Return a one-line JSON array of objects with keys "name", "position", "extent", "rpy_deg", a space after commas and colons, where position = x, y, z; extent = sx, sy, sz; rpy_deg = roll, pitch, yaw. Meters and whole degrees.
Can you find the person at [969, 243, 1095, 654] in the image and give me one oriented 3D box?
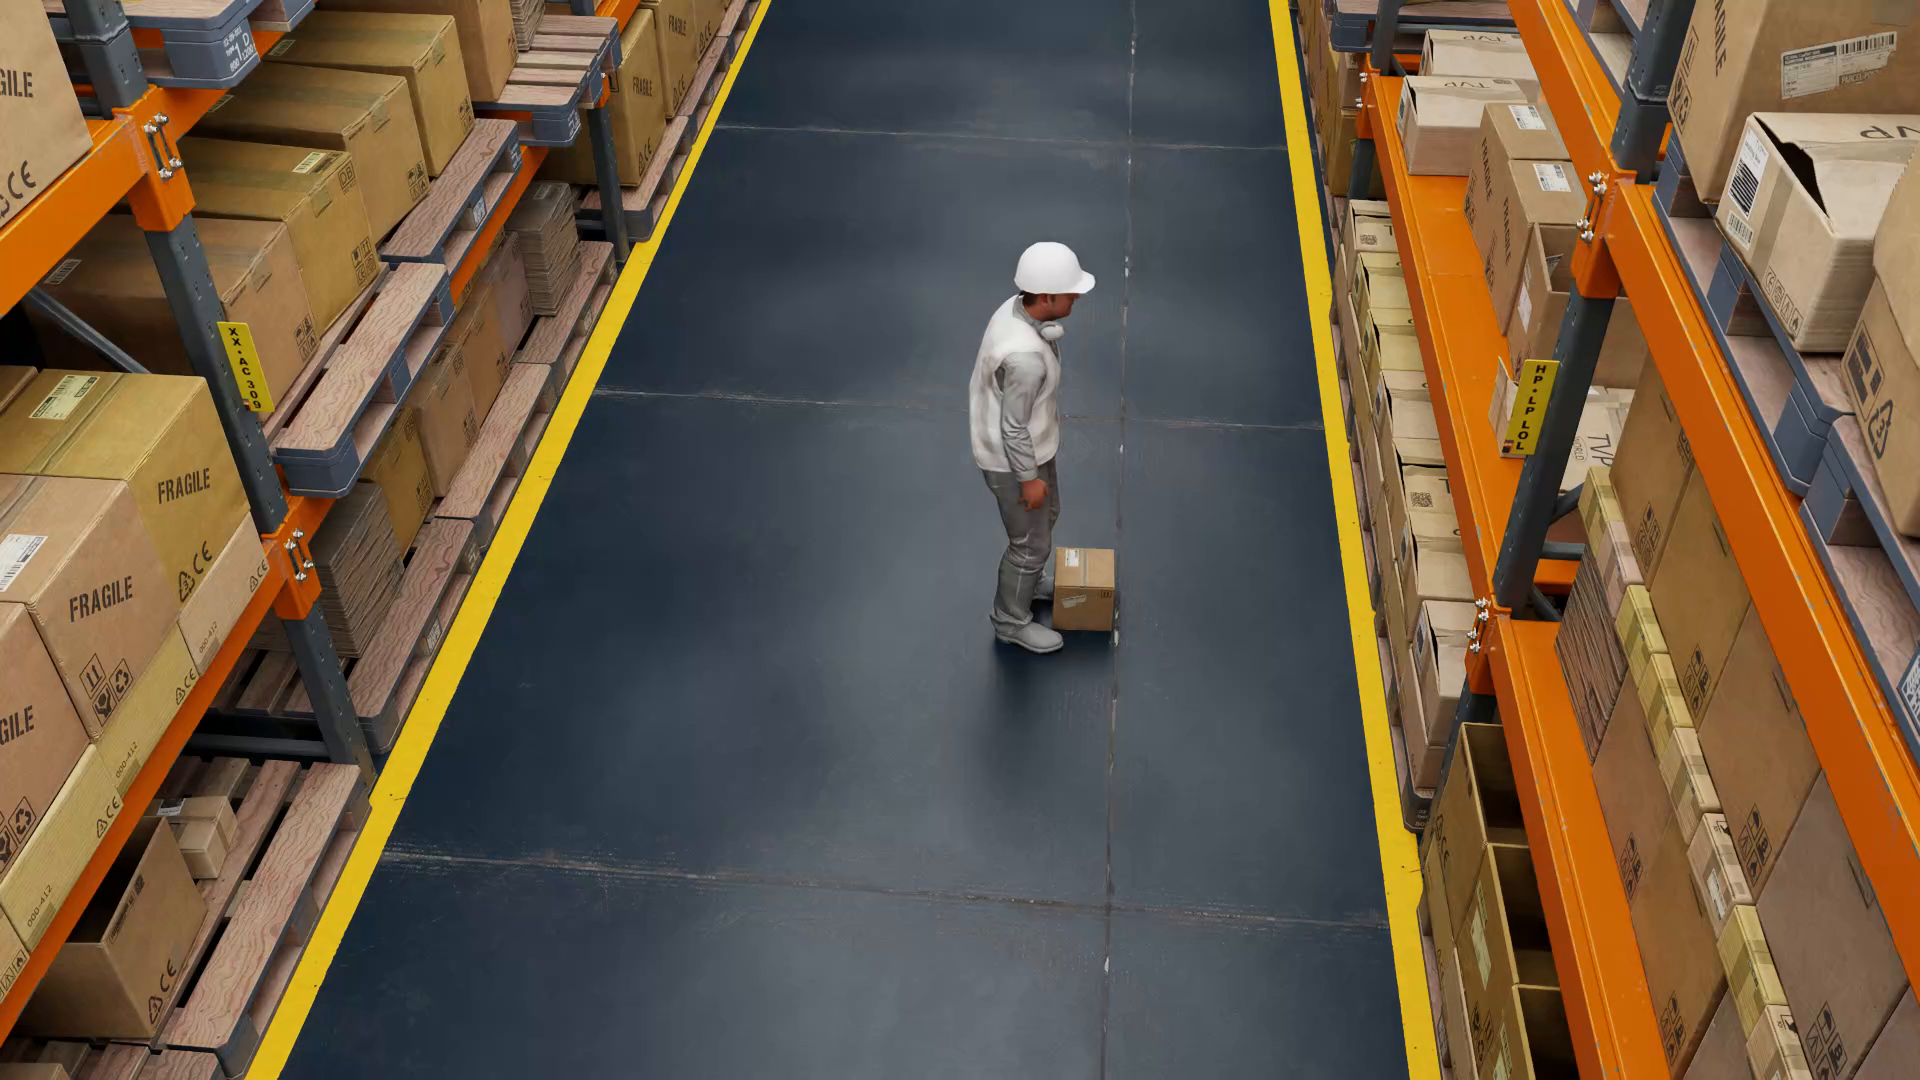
[{"name": "person", "position": [0.266, -0.381, 6.592], "extent": [0.463, 1.772, 0.581], "rpy_deg": [3, 40, 4]}]
